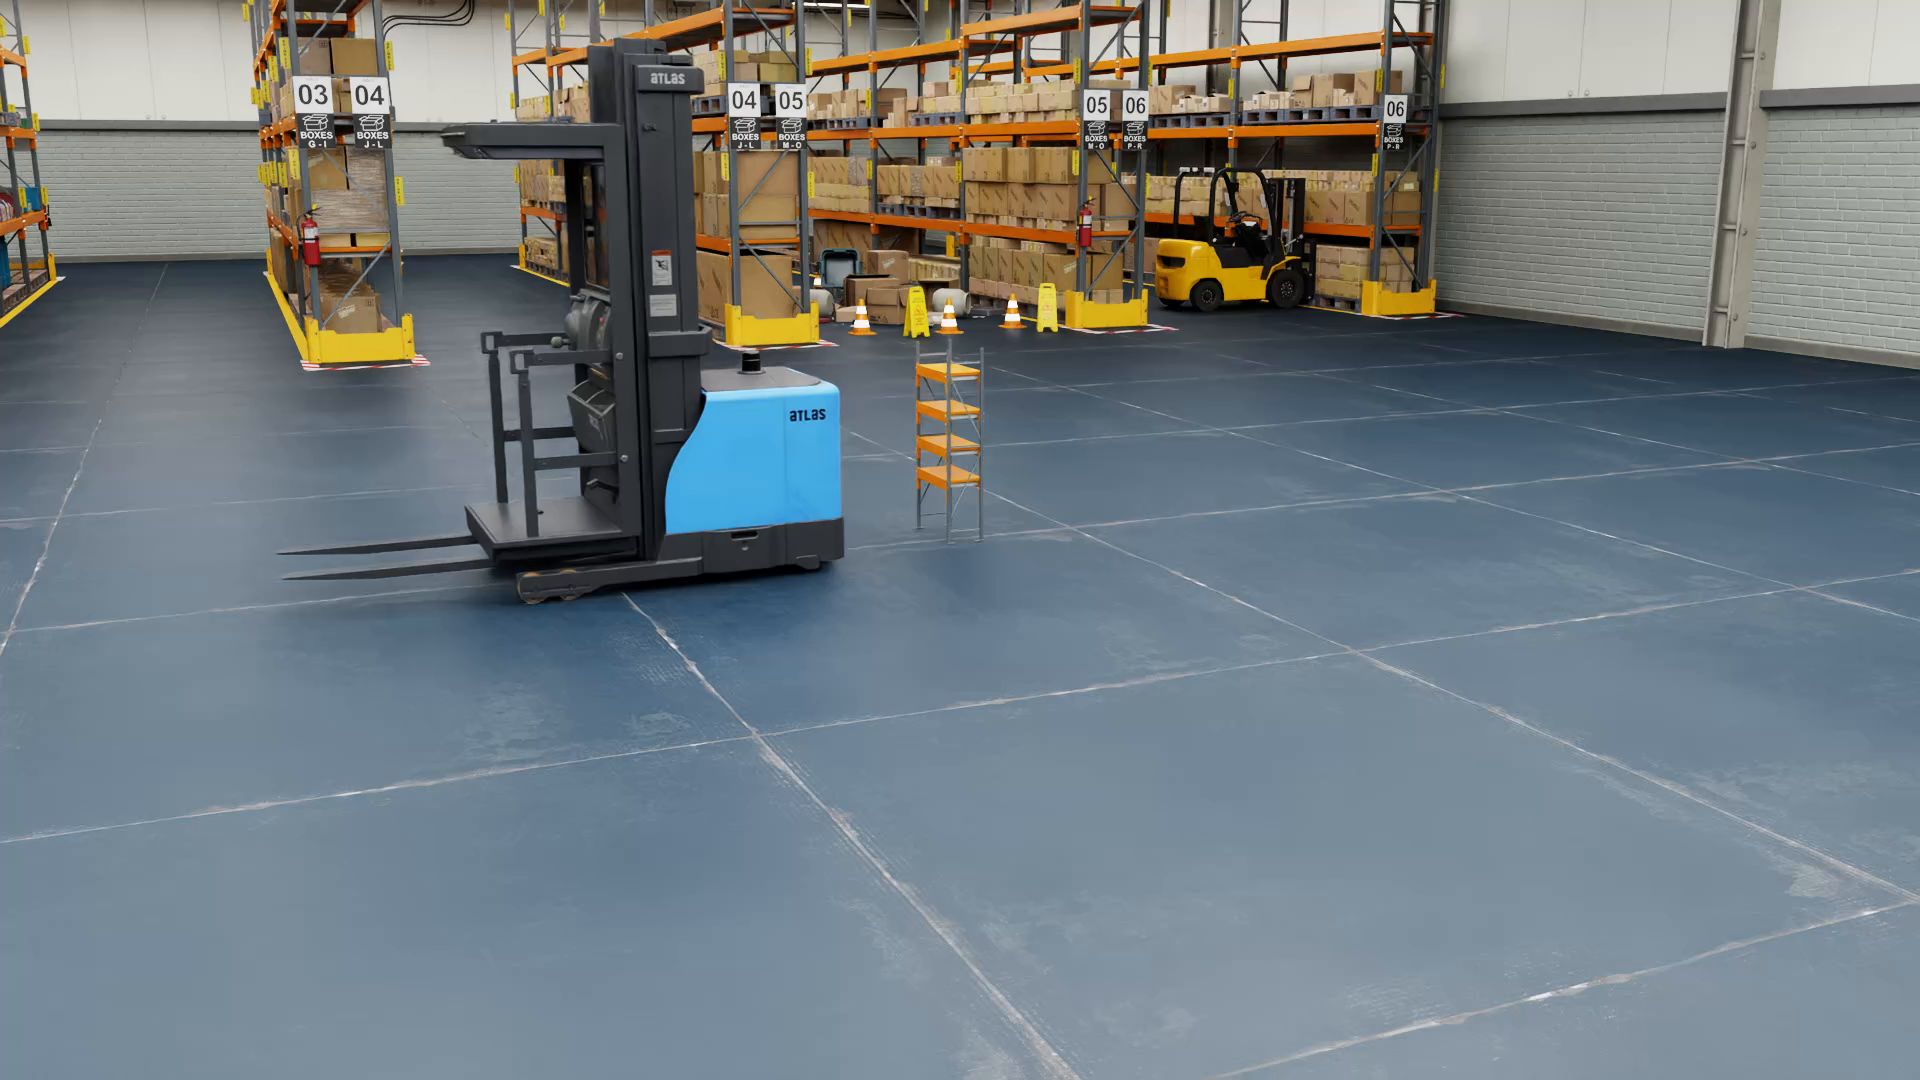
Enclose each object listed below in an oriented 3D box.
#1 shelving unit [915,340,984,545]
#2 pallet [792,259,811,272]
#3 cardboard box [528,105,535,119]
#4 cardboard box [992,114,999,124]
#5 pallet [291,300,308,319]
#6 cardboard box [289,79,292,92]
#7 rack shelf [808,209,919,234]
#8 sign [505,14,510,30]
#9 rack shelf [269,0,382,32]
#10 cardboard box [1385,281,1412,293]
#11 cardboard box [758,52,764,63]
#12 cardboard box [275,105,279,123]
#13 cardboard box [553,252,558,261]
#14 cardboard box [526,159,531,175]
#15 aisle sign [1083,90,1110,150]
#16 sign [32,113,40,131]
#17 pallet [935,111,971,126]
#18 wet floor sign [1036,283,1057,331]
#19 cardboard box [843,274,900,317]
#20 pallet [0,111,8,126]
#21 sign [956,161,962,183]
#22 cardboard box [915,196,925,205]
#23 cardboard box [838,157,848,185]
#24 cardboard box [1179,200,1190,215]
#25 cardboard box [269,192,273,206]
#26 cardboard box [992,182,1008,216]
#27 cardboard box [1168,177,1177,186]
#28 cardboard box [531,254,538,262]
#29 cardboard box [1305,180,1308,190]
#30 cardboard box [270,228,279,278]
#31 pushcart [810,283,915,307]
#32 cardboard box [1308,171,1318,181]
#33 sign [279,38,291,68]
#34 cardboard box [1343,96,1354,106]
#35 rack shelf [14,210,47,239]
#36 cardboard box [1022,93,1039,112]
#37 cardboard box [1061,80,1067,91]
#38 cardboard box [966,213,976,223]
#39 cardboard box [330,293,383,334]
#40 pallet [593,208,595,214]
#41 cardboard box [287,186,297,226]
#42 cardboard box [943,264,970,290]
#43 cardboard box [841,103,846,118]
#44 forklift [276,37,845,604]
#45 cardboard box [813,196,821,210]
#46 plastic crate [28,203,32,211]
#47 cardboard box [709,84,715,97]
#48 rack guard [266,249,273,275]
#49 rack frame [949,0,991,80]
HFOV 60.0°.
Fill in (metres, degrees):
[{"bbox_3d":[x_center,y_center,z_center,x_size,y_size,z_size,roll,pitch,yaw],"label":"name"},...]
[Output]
[{"bbox_3d":[-0.066,-0.619,10.382,0.258,1.200,0.503,-6,14,-23],"label":"shelving unit"},{"bbox_3d":[-2.949,-5.745,34.724,1.003,0.211,1.213,-6,14,-23],"label":"pallet"},{"bbox_3d":[-8.270,-8.498,33.005,0.500,0.250,0.500,-6,14,-25],"label":"cardboard box"},{"bbox_3d":[0.707,-6.383,25.202,0.380,0.149,0.250,-5,14,-21],"label":"cardboard box"},{"bbox_3d":[-9.397,-3.446,24.791,1.003,0.211,1.213,-6,14,-23],"label":"pallet"},{"bbox_3d":[-7.593,-5.288,19.360,0.380,0.149,0.250,-6,14,-25],"label":"cardboard box"},{"bbox_3d":[-1.915,-6.176,31.996,1.077,0.370,4.000,-6,14,-23],"label":"rack shelf"},{"bbox_3d":[-9.311,-10.665,34.246,0.100,0.325,0.005,-6,14,-23],"label":"sign"},{"bbox_3d":[-7.790,-6.549,20.311,1.077,0.370,4.000,-6,14,-23],"label":"rack shelf"},{"bbox_3d":[6.620,-3.893,25.706,0.500,0.250,0.500,-6,14,-23],"label":"cardboard box"},{"bbox_3d":[-2.346,-6.122,21.154,0.380,0.149,0.250,-6,14,-23],"label":"cardboard box"},{"bbox_3d":[-9.819,-6.274,24.508,0.500,0.250,0.500,-5,14,-22],"label":"cardboard box"},{"bbox_3d":[-7.628,-5.468,32.075,0.380,0.149,0.250,-5,14,-22],"label":"cardboard box"},{"bbox_3d":[-8.481,-7.648,33.666,0.500,0.500,0.500,-6,14,-24],"label":"cardboard box"},{"bbox_3d":[1.850,-5.688,22.526,0.394,0.787,0.004,-6,14,-23],"label":"aisle sign"},{"bbox_3d":[-17.439,-7.887,31.373,0.100,0.325,0.005,-6,14,-23],"label":"sign"},{"bbox_3d":[0.339,-6.793,26.834,1.213,0.211,1.003,-6,14,-23],"label":"pallet"},{"bbox_3d":[1.187,-3.177,22.666,0.267,0.644,0.232,-1,13,-4],"label":"wet floor sign"},{"bbox_3d":[-1.315,-3.637,24.665,0.797,0.637,0.503,-6,14,-23],"label":"cardboard box"},{"bbox_3d":[-15.474,-6.579,25.910,1.003,0.211,1.213,-6,14,-23],"label":"pallet"},{"bbox_3d":[-0.018,-5.800,26.208,0.100,0.325,0.005,-6,14,-23],"label":"sign"},{"bbox_3d":[-0.551,-5.773,28.286,0.380,0.149,0.250,-5,14,-21],"label":"cardboard box"},{"bbox_3d":[-1.966,-6.940,31.265,0.500,0.500,0.500,-6,14,-23],"label":"cardboard box"},{"bbox_3d":[4.216,-5.952,29.765,0.500,0.250,0.500,-6,14,-23],"label":"cardboard box"},{"bbox_3d":[-12.213,-6.183,30.107,0.500,0.250,0.500,-6,14,-24],"label":"cardboard box"},{"bbox_3d":[0.821,-5.157,25.120,0.500,0.500,0.500,-6,14,-23],"label":"cardboard box"},{"bbox_3d":[3.979,-6.460,29.968,0.380,0.149,0.250,-6,14,-24],"label":"cardboard box"},{"bbox_3d":[-8.609,-5.816,34.238,0.380,0.149,0.250,-5,14,-22],"label":"cardboard box"},{"bbox_3d":[5.688,-5.643,26.438,0.380,0.149,0.250,-6,14,-23],"label":"cardboard box"},{"bbox_3d":[-11.521,-5.083,29.461,1.225,0.875,0.875,-6,14,-23],"label":"cardboard box"},{"bbox_3d":[-1.580,-3.793,25.920,1.648,0.377,0.936,-12,18,-42],"label":"pushcart"},{"bbox_3d":[5.698,-5.728,26.148,0.380,0.149,0.250,-5,14,-22],"label":"cardboard box"},{"bbox_3d":[-7.506,-5.412,18.484,0.100,0.325,0.005,-6,14,-23],"label":"sign"},{"bbox_3d":[6.027,-6.645,25.181,0.380,0.149,0.250,-6,14,-25],"label":"cardboard box"},{"bbox_3d":[-17.135,-5.659,29.766,1.077,0.370,4.000,-6,14,-23],"label":"rack shelf"},{"bbox_3d":[1.227,-6.285,23.895,0.500,0.250,0.500,-5,14,-21],"label":"cardboard box"},{"bbox_3d":[1.617,-6.287,23.020,0.380,0.149,0.250,-5,14,-22],"label":"cardboard box"},{"bbox_3d":[0.321,-5.070,26.180,0.380,0.149,0.250,-6,14,-23],"label":"cardboard box"},{"bbox_3d":[-7.224,-2.682,19.919,0.500,0.500,0.500,-3,13,-13],"label":"cardboard box"},{"bbox_3d":[-6.439,-5.957,29.880,1.003,0.211,1.213,-6,14,-23],"label":"pallet"},{"bbox_3d":[-8.300,-4.380,21.760,0.875,0.500,0.500,-6,14,-23],"label":"cardboard box"},{"bbox_3d":[0.276,-4.319,27.275,0.950,0.372,0.625,-5,14,-22],"label":"cardboard box"},{"bbox_3d":[-1.986,-7.966,30.852,0.396,0.266,0.258,-6,14,-24],"label":"cardboard box"},{"bbox_3d":[-2.233,-1.221,9.145,3.031,2.935,1.130,-6,14,-23],"label":"forklift"},{"bbox_3d":[-2.573,-6.645,32.760,0.500,0.250,0.500,-6,14,-24],"label":"cardboard box"},{"bbox_3d":[-17.444,-6.172,30.836,0.396,0.136,0.243,-6,14,-23],"label":"plastic crate"},{"bbox_3d":[-2.948,-5.675,20.987,0.380,0.149,0.250,-5,14,-22],"label":"cardboard box"},{"bbox_3d":[-13.408,-5.658,33.706,1.175,0.500,0.348,-6,14,-23],"label":"rack guard"},{"bbox_3d":[0.228,-11.137,38.534,1.000,3.000,0.127,-6,14,-23],"label":"rack frame"}]
